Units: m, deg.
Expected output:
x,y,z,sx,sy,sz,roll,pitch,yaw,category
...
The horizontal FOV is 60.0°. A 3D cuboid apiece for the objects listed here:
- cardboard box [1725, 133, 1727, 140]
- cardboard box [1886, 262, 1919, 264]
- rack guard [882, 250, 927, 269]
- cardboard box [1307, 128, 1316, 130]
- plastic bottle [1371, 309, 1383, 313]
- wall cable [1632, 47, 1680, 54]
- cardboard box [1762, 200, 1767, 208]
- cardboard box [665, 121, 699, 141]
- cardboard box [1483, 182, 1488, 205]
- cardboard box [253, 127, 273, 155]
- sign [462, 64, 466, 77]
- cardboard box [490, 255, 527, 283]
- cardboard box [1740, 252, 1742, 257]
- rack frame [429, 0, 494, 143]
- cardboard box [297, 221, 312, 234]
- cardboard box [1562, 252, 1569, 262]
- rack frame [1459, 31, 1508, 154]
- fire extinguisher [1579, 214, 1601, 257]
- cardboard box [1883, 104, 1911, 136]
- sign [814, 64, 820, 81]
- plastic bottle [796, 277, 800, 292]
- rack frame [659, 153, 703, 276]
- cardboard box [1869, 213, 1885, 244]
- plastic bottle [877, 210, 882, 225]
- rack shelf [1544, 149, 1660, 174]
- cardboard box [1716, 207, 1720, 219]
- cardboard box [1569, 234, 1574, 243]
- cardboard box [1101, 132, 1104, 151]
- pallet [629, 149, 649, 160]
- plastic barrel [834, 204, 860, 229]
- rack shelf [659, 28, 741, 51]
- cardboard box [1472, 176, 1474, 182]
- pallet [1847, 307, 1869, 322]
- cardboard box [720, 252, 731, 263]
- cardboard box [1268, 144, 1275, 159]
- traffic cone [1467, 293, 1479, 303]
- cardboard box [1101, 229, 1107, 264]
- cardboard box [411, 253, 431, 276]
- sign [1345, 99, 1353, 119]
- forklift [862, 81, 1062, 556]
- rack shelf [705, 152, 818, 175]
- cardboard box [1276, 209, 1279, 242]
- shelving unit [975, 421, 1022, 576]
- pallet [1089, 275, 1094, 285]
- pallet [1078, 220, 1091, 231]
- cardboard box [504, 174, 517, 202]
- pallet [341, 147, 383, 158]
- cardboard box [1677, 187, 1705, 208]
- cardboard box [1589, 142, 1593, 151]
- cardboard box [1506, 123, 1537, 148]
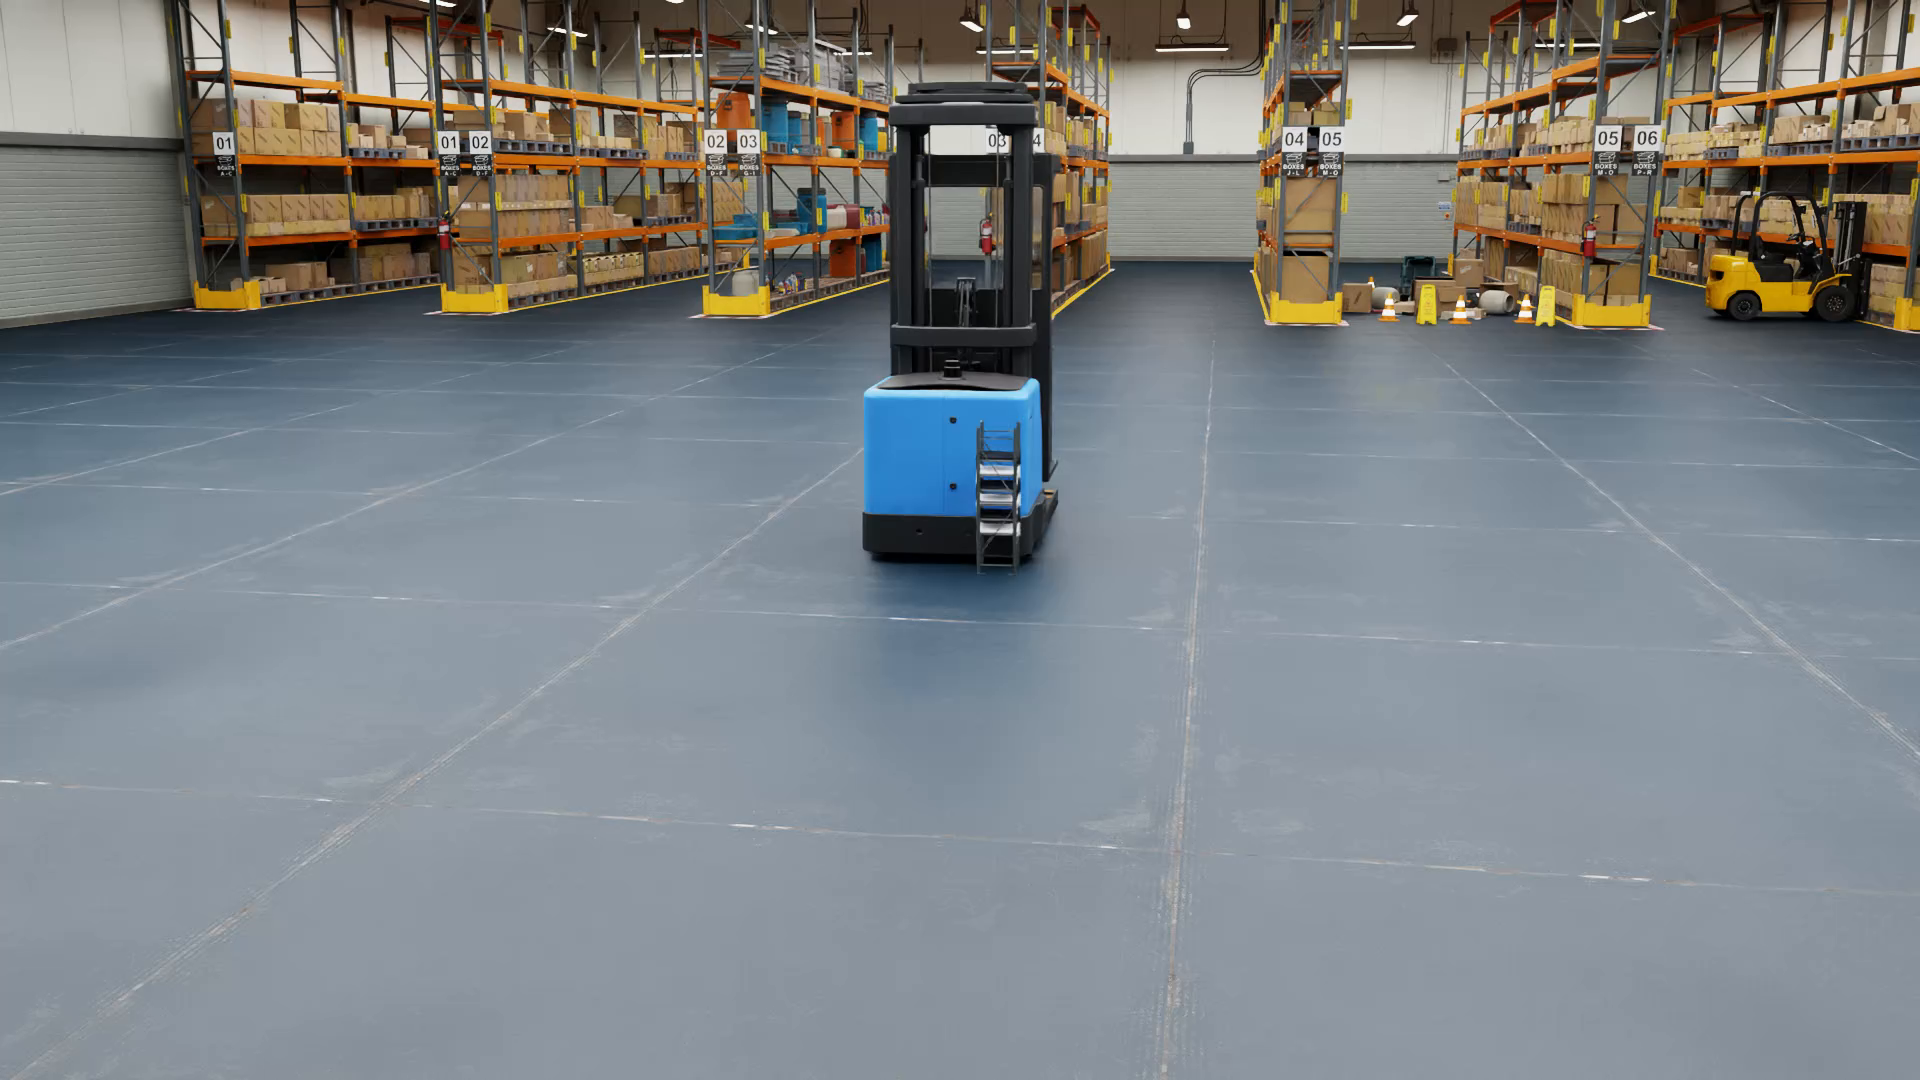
x,y,z,sx,sy,sz,roll,pitch,yaw,category
16.957,-8.820,36.337,0.380,0.149,0.250,2,12,9,cardboard box
16.144,-4.604,28.394,0.500,0.250,0.500,2,12,8,cardboard box
-1.503,-7.602,45.080,1.175,0.500,0.348,2,12,9,rack guard
6.385,-7.345,29.252,0.500,0.250,0.500,2,12,8,cardboard box
7.569,-4.121,29.969,0.283,0.061,0.133,-2,12,-11,plastic bottle
20.231,-14.961,45.855,2.988,3.039,0.133,2,12,9,wall cable
16.527,-6.820,33.744,0.380,0.149,0.250,2,12,10,cardboard box
-6.966,-10.253,41.719,0.700,0.500,0.500,2,12,9,cardboard box
12.175,-7.853,37.700,0.500,0.500,0.500,2,12,8,cardboard box
-13.327,-7.506,31.296,0.500,0.500,0.500,3,12,12,cardboard box
-12.443,-11.796,41.777,0.100,0.325,0.005,2,12,9,sign
-8.471,-5.085,31.219,0.500,0.500,0.500,2,12,9,cardboard box
16.788,-6.034,35.268,0.380,0.149,0.250,1,12,7,cardboard box
-8.848,-8.581,29.453,1.000,3.000,0.127,2,12,9,rack frame
-13.125,-6.156,32.746,0.500,0.250,0.500,2,12,9,cardboard box
10.671,-4.912,28.874,0.380,0.149,0.250,2,12,11,cardboard box
13.192,-11.269,41.925,1.000,3.000,0.127,2,12,9,rack frame
10.259,-4.959,27.069,0.296,0.674,0.183,2,12,9,fire extinguisher
15.720,-6.925,27.416,0.700,0.500,0.500,2,12,9,cardboard box
-2.797,-9.131,32.497,0.100,0.325,0.005,2,12,9,sign
-3.167,-4.989,32.425,0.061,0.283,0.133,3,12,12,plastic bottle
-7.003,-8.147,41.676,1.000,3.000,0.127,2,12,9,rack frame
15.620,-5.220,27.858,0.500,0.500,0.500,2,12,8,cardboard box
-1.955,-7.721,39.817,0.144,0.351,0.185,2,12,9,plastic bottle
11.039,-6.537,28.793,1.077,0.370,4.000,2,12,9,rack shelf
16.890,-7.207,36.636,0.396,0.266,0.258,2,12,11,cardboard box
10.577,-5.131,28.281,0.380,0.149,0.250,2,12,10,cardboard box
3.373,-10.317,43.155,0.700,0.500,0.500,1,12,5,cardboard box
-7.634,-8.544,36.847,1.213,0.211,1.003,2,12,11,pallet
-2.496,-7.113,36.556,0.600,0.536,0.708,2,12,9,plastic barrel
-6.695,-12.769,42.701,1.077,0.370,4.000,2,12,9,rack shelf
12.569,-8.697,40.079,0.380,0.149,0.250,2,12,7,cardboard box
15.903,-3.897,28.573,1.003,0.211,1.213,2,12,9,pallet
-6.404,-7.532,44.307,0.500,0.250,0.500,2,12,9,cardboard box
6.892,-8.453,35.739,0.500,0.500,0.500,2,12,9,cardboard box
10.154,-4.902,32.641,0.336,0.463,0.334,2,12,9,traffic cone
3.381,-7.689,43.596,0.875,0.875,0.875,2,12,9,cardboard box
-12.573,-6.315,38.067,0.700,0.500,0.500,2,12,9,cardboard box
6.372,-7.058,27.243,0.100,0.325,0.005,2,12,9,sign
0.109,-1.592,11.423,1.130,2.935,3.031,2,12,8,forklift
-3.647,-7.019,31.028,1.077,0.370,4.000,2,12,9,rack shelf
5.900,-5.413,28.632,0.875,0.550,0.550,2,12,9,cardboard box
0.232,-0.250,10.000,0.258,0.900,0.210,2,14,8,shelving unit
2.556,-6.044,38.538,1.003,0.211,1.213,2,12,9,pallet
2.166,-6.747,35.635,1.213,0.211,1.003,2,12,9,pallet
-8.680,-6.549,30.946,0.700,0.500,0.500,2,12,7,cardboard box
-12.928,-8.141,34.974,1.213,0.211,1.003,2,12,9,pallet
17.531,-8.217,39.873,0.500,0.500,0.500,2,12,10,cardboard box
10.510,-6.433,27.199,0.380,0.149,0.250,2,12,9,cardboard box
11.871,-8.477,34.845,0.797,0.503,0.637,1,12,5,cardboard box
